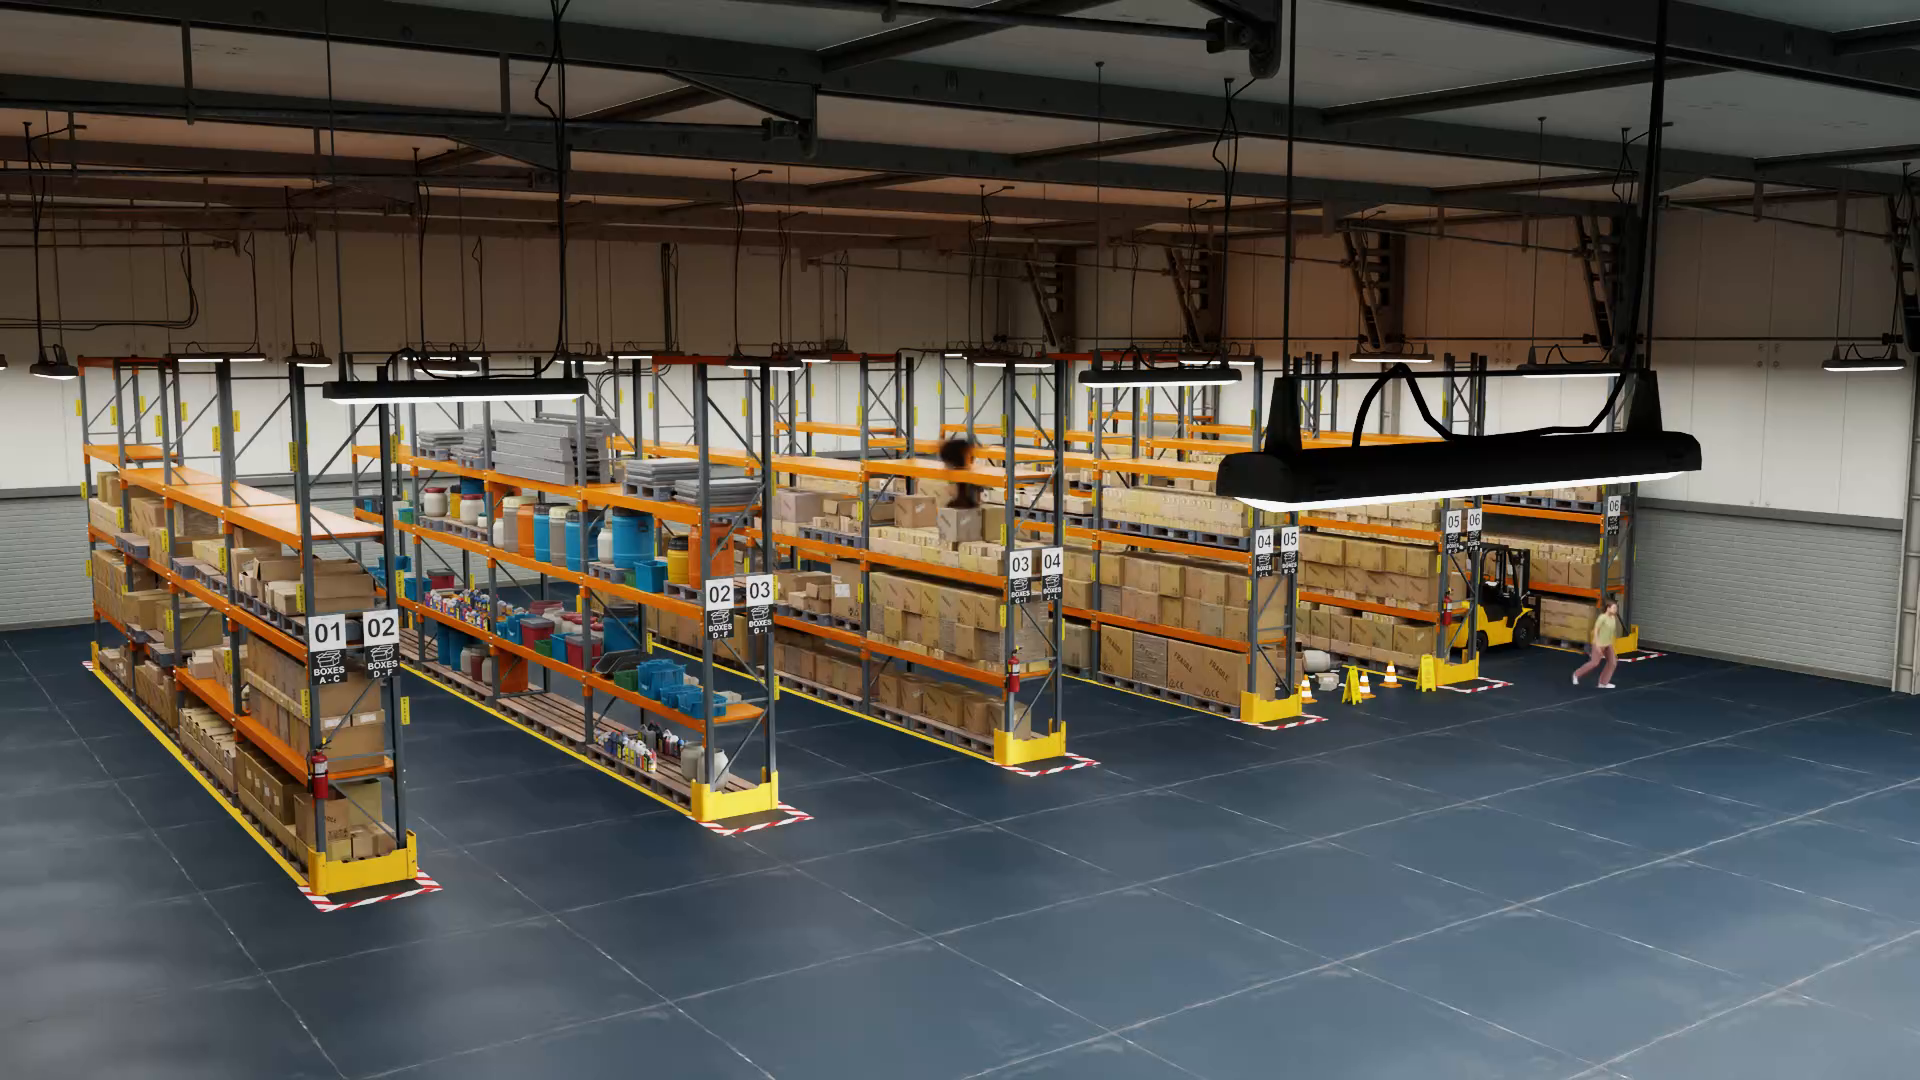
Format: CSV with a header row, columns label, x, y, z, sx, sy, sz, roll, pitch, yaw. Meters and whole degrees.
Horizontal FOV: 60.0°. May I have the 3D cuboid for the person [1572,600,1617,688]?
label,x,y,z,sx,sy,sz,roll,pitch,yaw
person,11.563,1.877,30.198,0.708,1.608,0.673,-5,8,-35

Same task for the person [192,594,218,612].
label,x,y,z,sx,sy,sz,roll,pitch,yaw
person,-15.249,1.497,33.534,0.663,1.564,0.650,3,7,21

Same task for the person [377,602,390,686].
label,x,y,z,sx,sy,sz,roll,pitch,yaw
person,-10.560,1.877,30.301,0.918,1.589,0.688,5,9,38
